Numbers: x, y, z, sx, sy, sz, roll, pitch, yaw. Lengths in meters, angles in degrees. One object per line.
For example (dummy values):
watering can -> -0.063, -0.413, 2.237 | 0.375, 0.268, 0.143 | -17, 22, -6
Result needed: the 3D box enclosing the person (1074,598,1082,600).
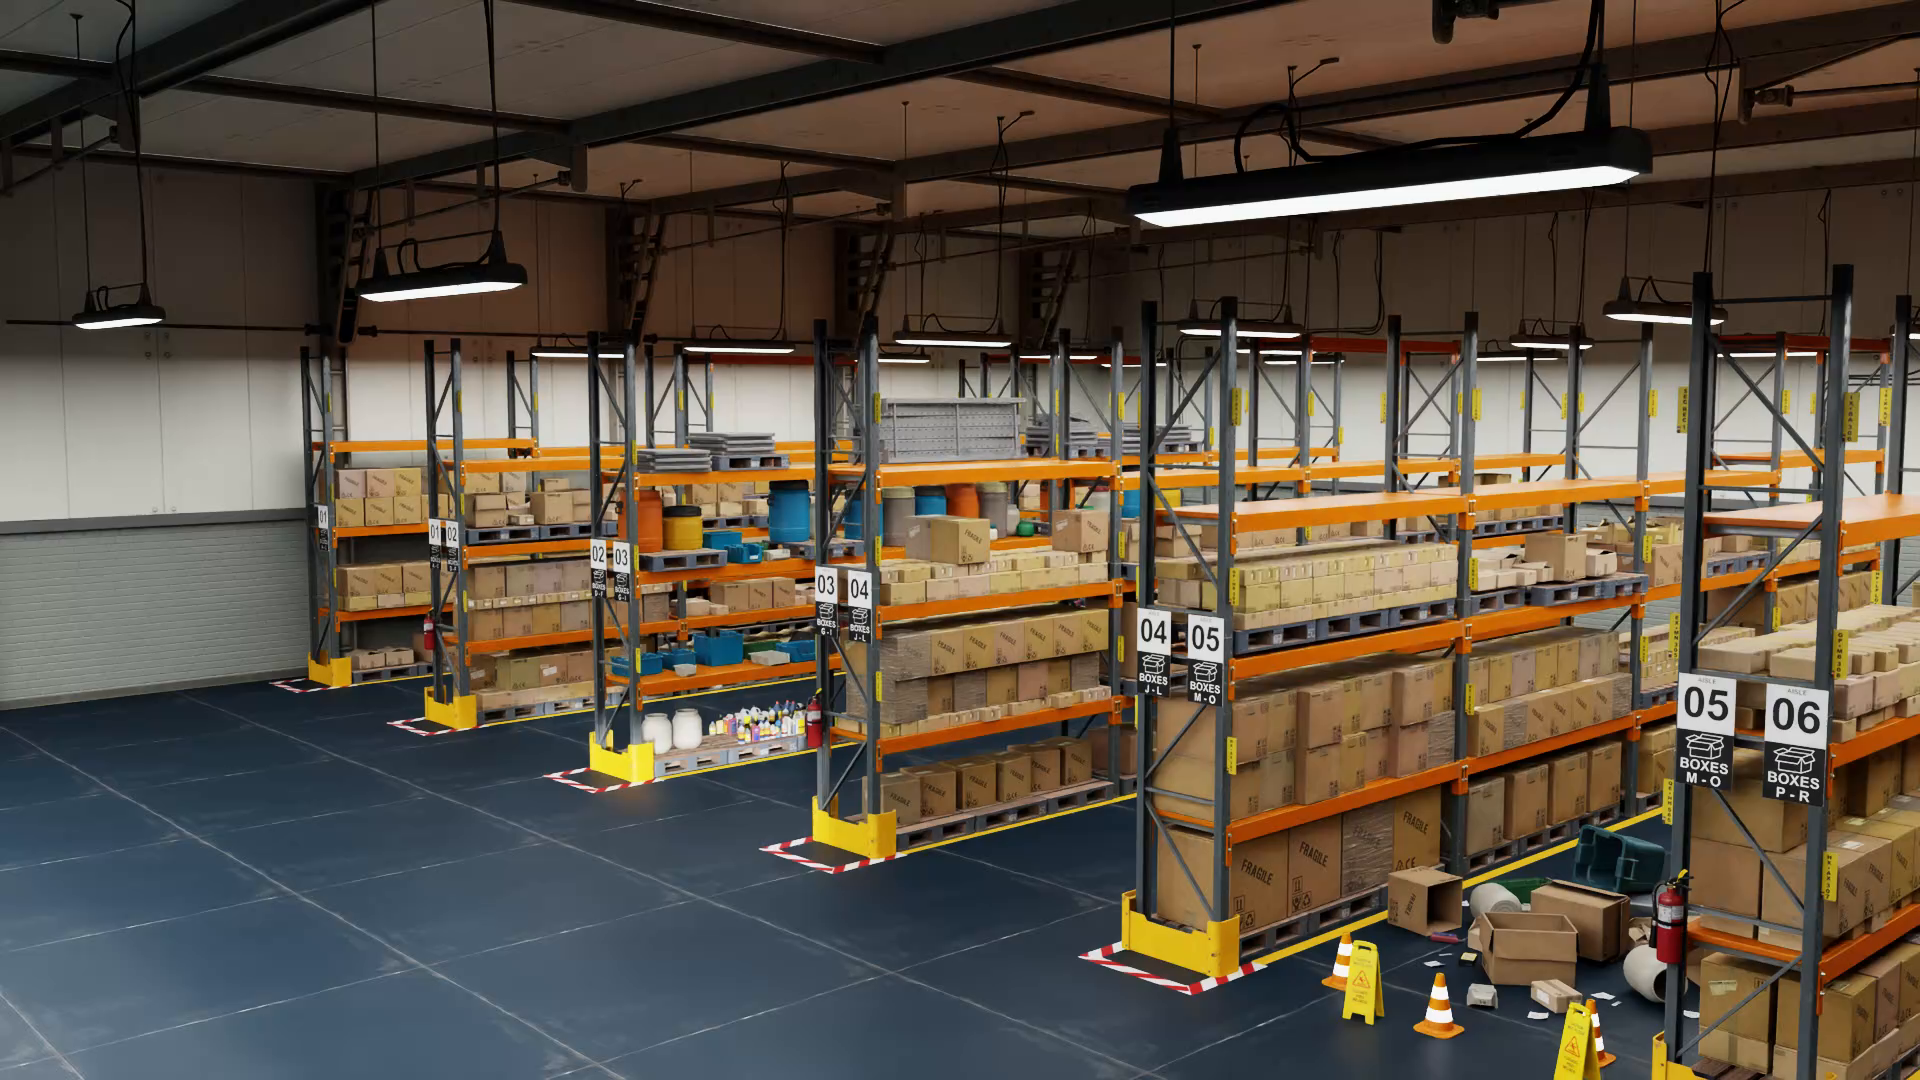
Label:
person -> 2.903, 0.623, 41.320 | 0.599, 1.777, 0.520 | -4, 7, -39
